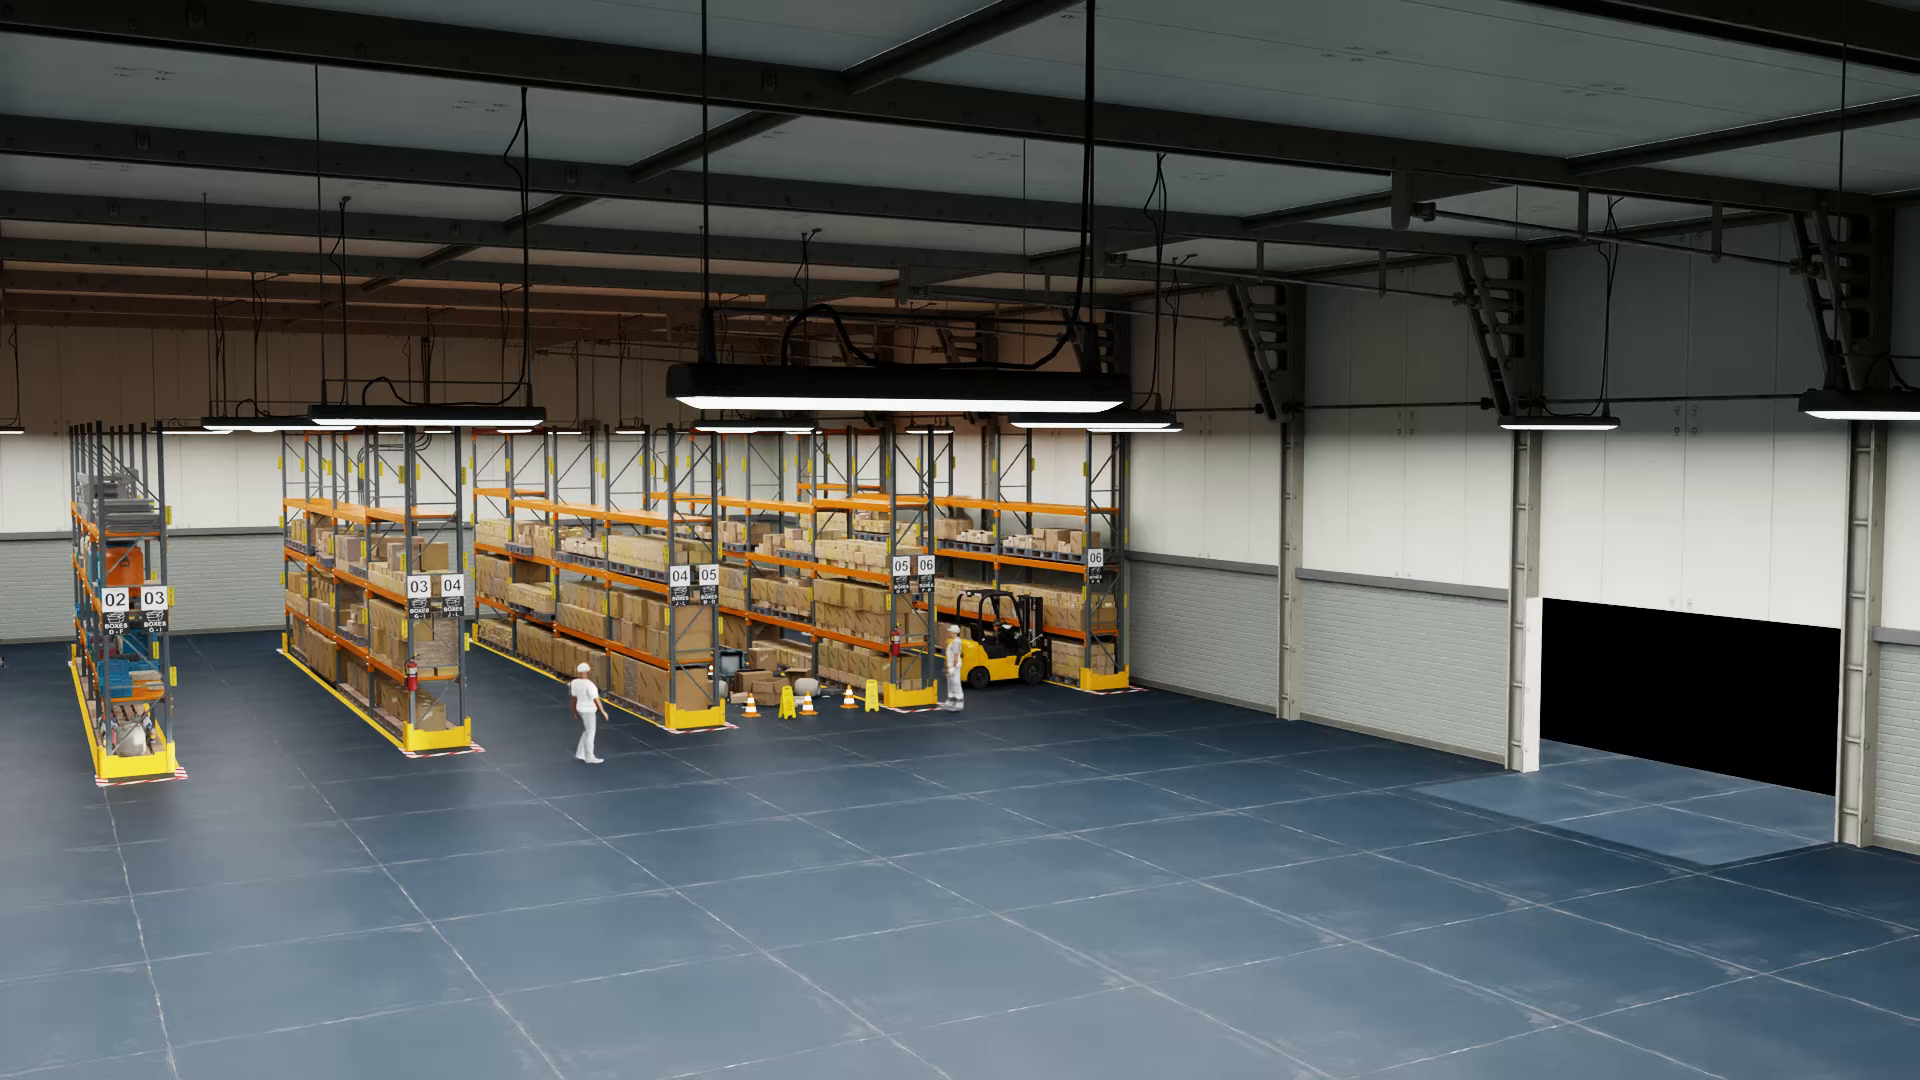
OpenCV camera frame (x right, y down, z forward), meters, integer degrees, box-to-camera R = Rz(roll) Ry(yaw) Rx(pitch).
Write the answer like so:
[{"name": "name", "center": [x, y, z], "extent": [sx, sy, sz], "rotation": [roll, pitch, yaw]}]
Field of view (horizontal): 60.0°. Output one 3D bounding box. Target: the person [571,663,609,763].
[{"name": "person", "center": [-6.530, 3.049, 29.257], "extent": [0.564, 1.800, 0.670], "rotation": [-2, 4, -30]}]

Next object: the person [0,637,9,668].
[{"name": "person", "center": [-23.703, 2.374, 40.744], "extent": [0.541, 1.640, 0.835], "rotation": [3, 5, 41]}]

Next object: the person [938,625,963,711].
[{"name": "person", "center": [-0.189, 2.674, 34.770], "extent": [0.499, 1.802, 0.618], "rotation": [0, 4, -6]}]

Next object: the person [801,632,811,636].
[{"name": "person", "center": [-4.418, 1.916, 48.025], "extent": [0.515, 1.678, 0.351], "rotation": [3, 4, 38]}]
